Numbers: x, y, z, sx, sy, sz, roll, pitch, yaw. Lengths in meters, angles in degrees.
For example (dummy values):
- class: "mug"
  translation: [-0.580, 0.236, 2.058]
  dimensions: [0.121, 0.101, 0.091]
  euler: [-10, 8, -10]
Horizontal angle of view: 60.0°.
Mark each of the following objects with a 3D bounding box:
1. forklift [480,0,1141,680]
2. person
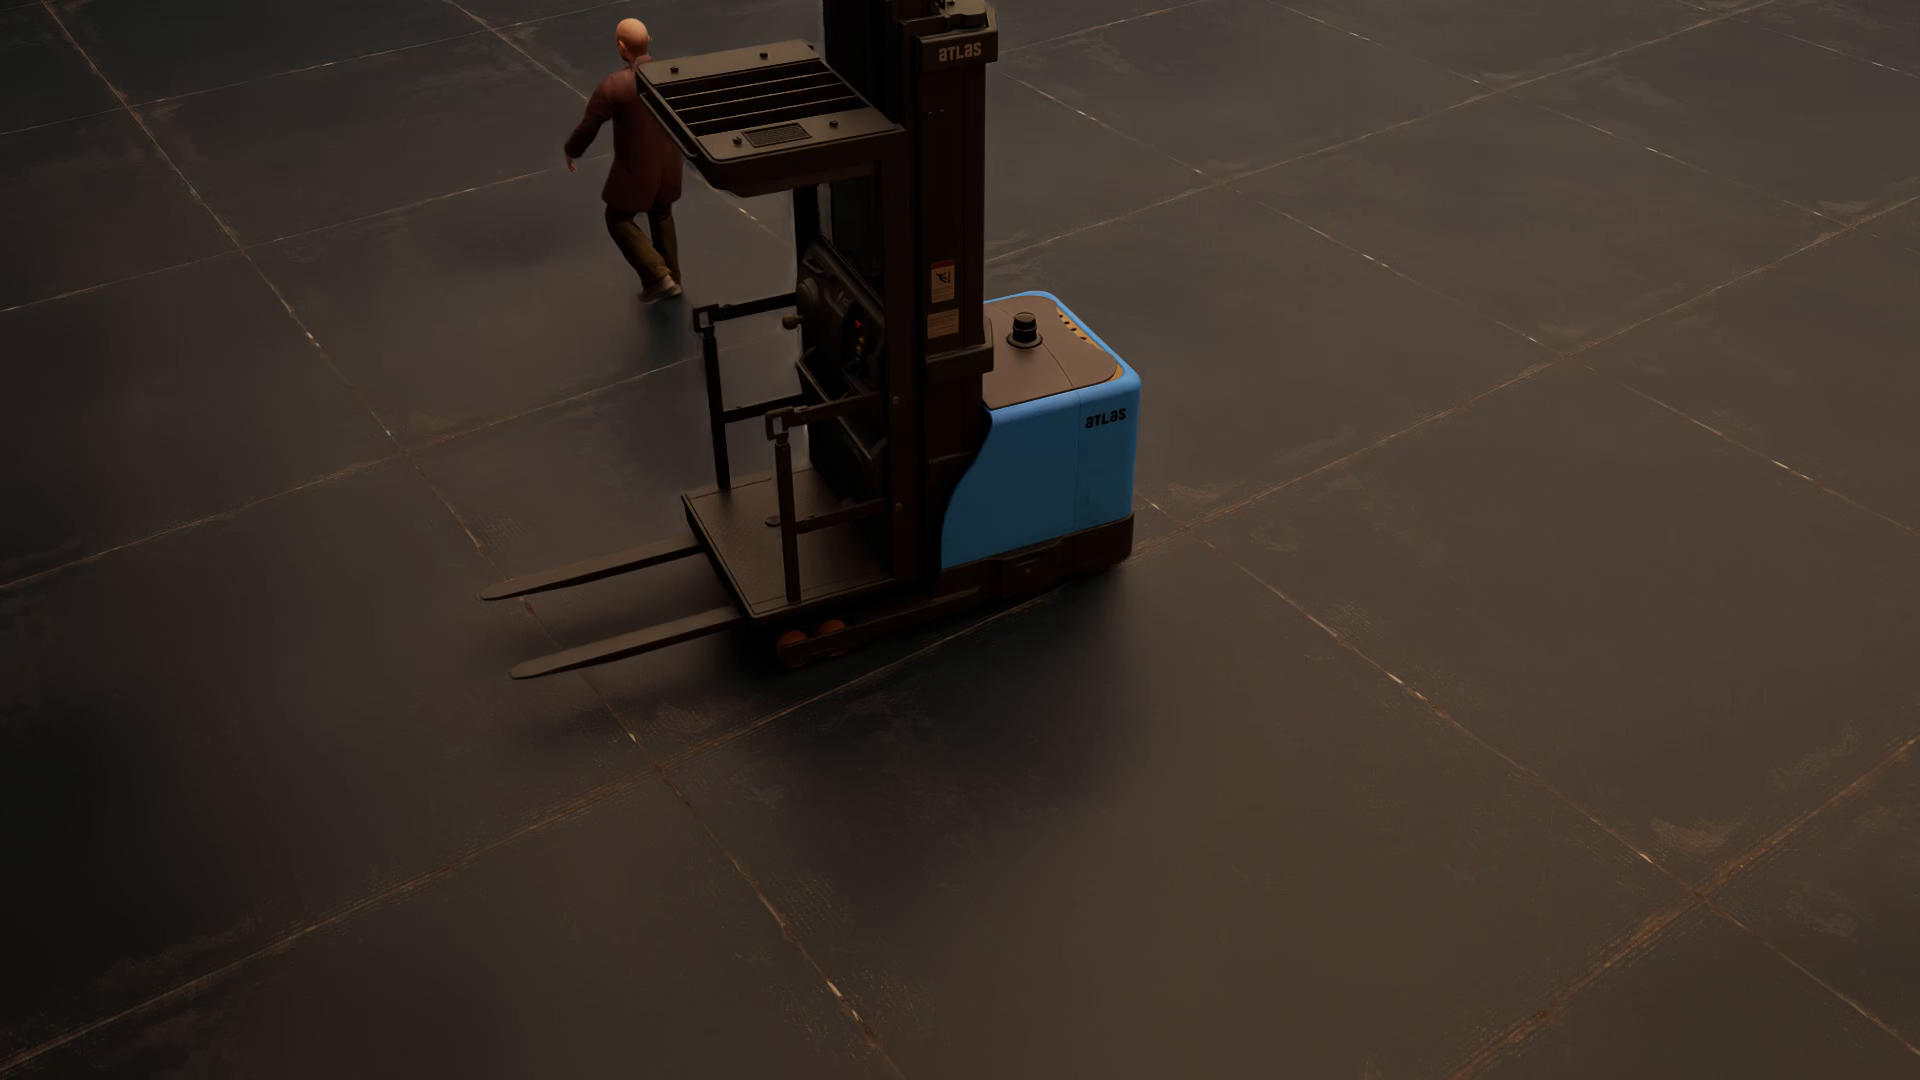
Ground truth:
- class: "forklift"
  translation: [-0.710, -0.954, 7.235]
  dimensions: [3.031, 2.935, 1.130]
  euler: [-15, 39, -20]
- class: "person"
  translation: [-1.865, -2.240, 9.963]
  dimensions: [0.852, 1.761, 0.651]
  euler: [-26, 44, -30]
